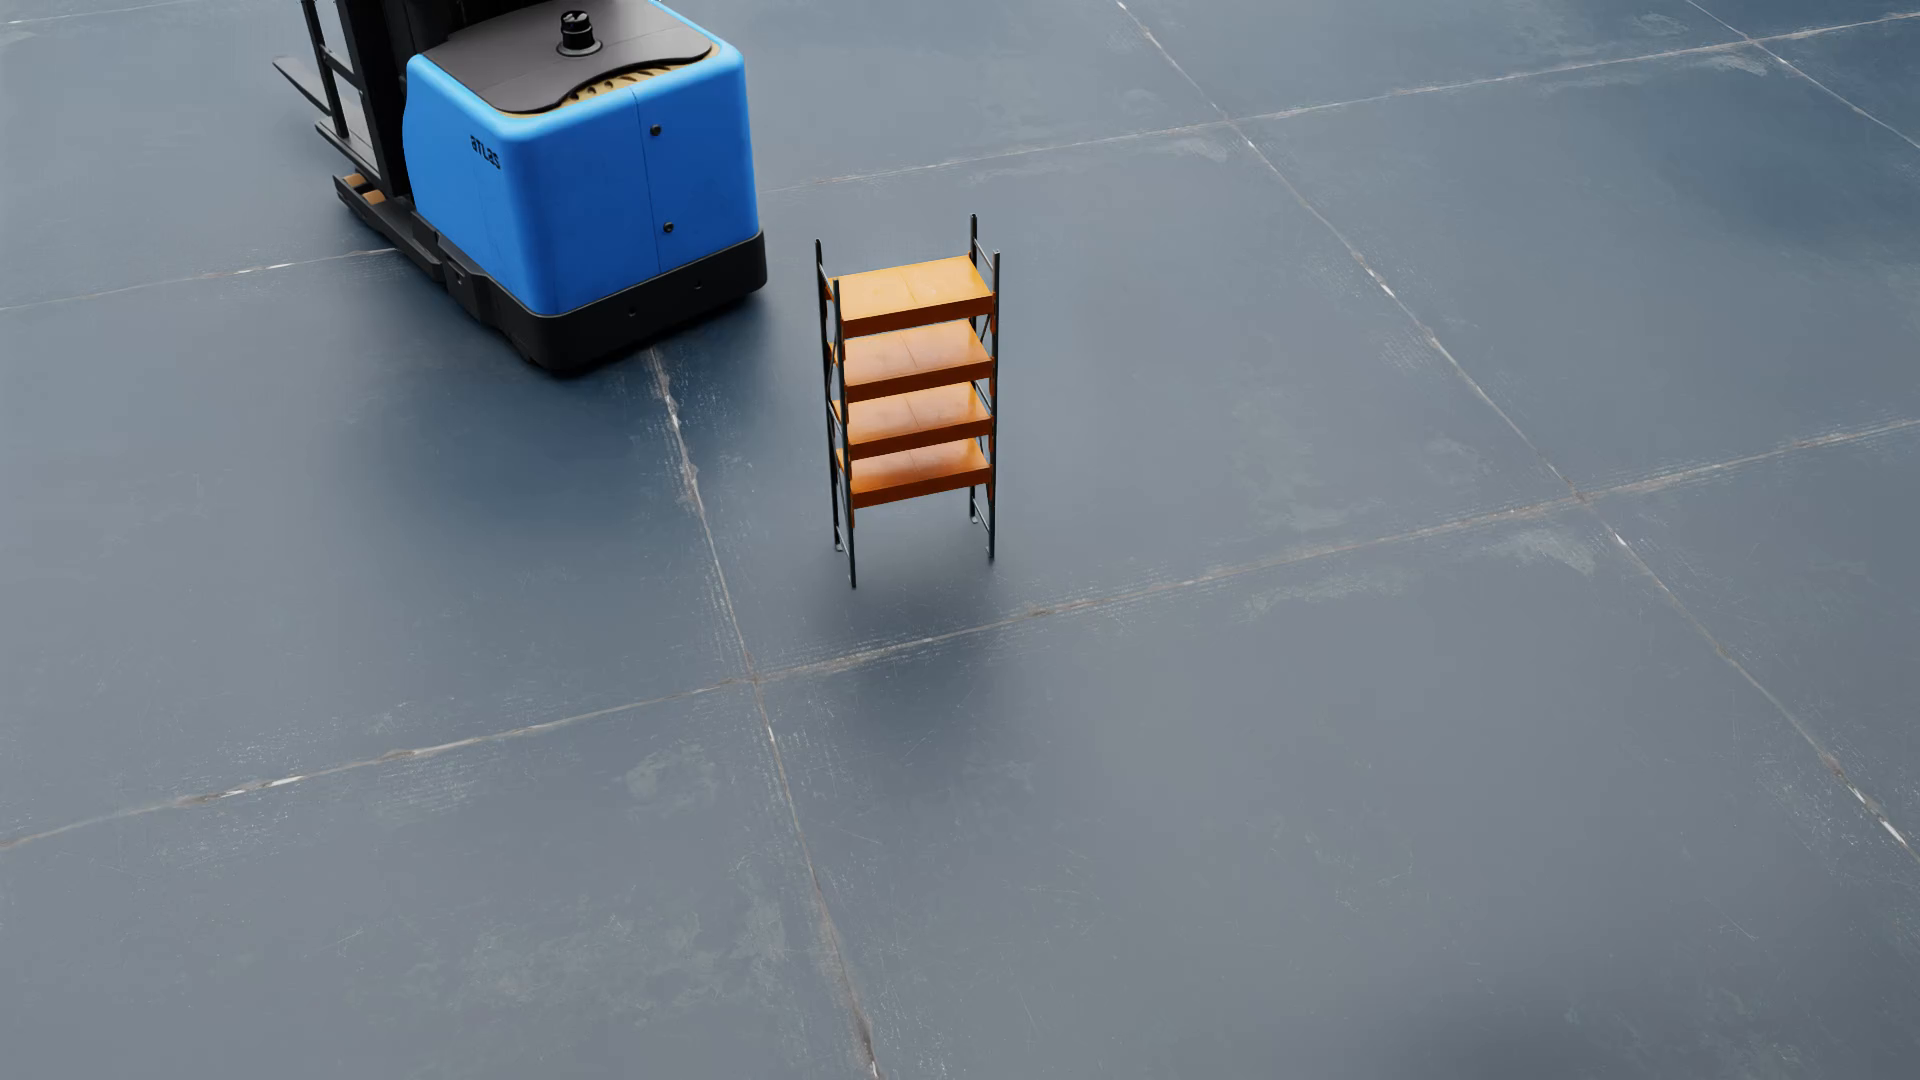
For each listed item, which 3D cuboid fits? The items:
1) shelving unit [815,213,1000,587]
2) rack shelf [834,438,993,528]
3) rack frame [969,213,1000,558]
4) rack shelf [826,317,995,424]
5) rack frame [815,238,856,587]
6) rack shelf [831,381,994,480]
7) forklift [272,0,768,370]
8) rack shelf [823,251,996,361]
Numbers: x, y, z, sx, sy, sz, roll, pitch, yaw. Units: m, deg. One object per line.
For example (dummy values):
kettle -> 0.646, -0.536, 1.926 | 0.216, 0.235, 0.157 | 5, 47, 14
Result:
shelving unit -> -0.158, -0.419, 5.318 | 0.503, 1.200, 0.258 | -12, 42, -13
rack shelf -> -0.158, -0.219, 5.493 | 0.480, 0.148, 0.258 | -12, 42, -13
rack frame -> 0.075, -0.467, 5.373 | 0.015, 1.200, 0.240 | -12, 42, -13
rack shelf -> -0.158, -0.537, 5.215 | 0.480, 0.148, 0.258 | -12, 42, -13
rack frame -> -0.391, -0.371, 5.263 | 0.015, 1.200, 0.240 | -12, 42, -13
rack shelf -> -0.158, -0.368, 5.362 | 0.480, 0.148, 0.258 | -12, 42, -13
forklift -> -2.125, -2.661, 6.568 | 1.130, 2.935, 3.031 | -29, 49, -29
rack shelf -> -0.158, -0.715, 5.059 | 0.480, 0.148, 0.258 | -12, 42, -13
